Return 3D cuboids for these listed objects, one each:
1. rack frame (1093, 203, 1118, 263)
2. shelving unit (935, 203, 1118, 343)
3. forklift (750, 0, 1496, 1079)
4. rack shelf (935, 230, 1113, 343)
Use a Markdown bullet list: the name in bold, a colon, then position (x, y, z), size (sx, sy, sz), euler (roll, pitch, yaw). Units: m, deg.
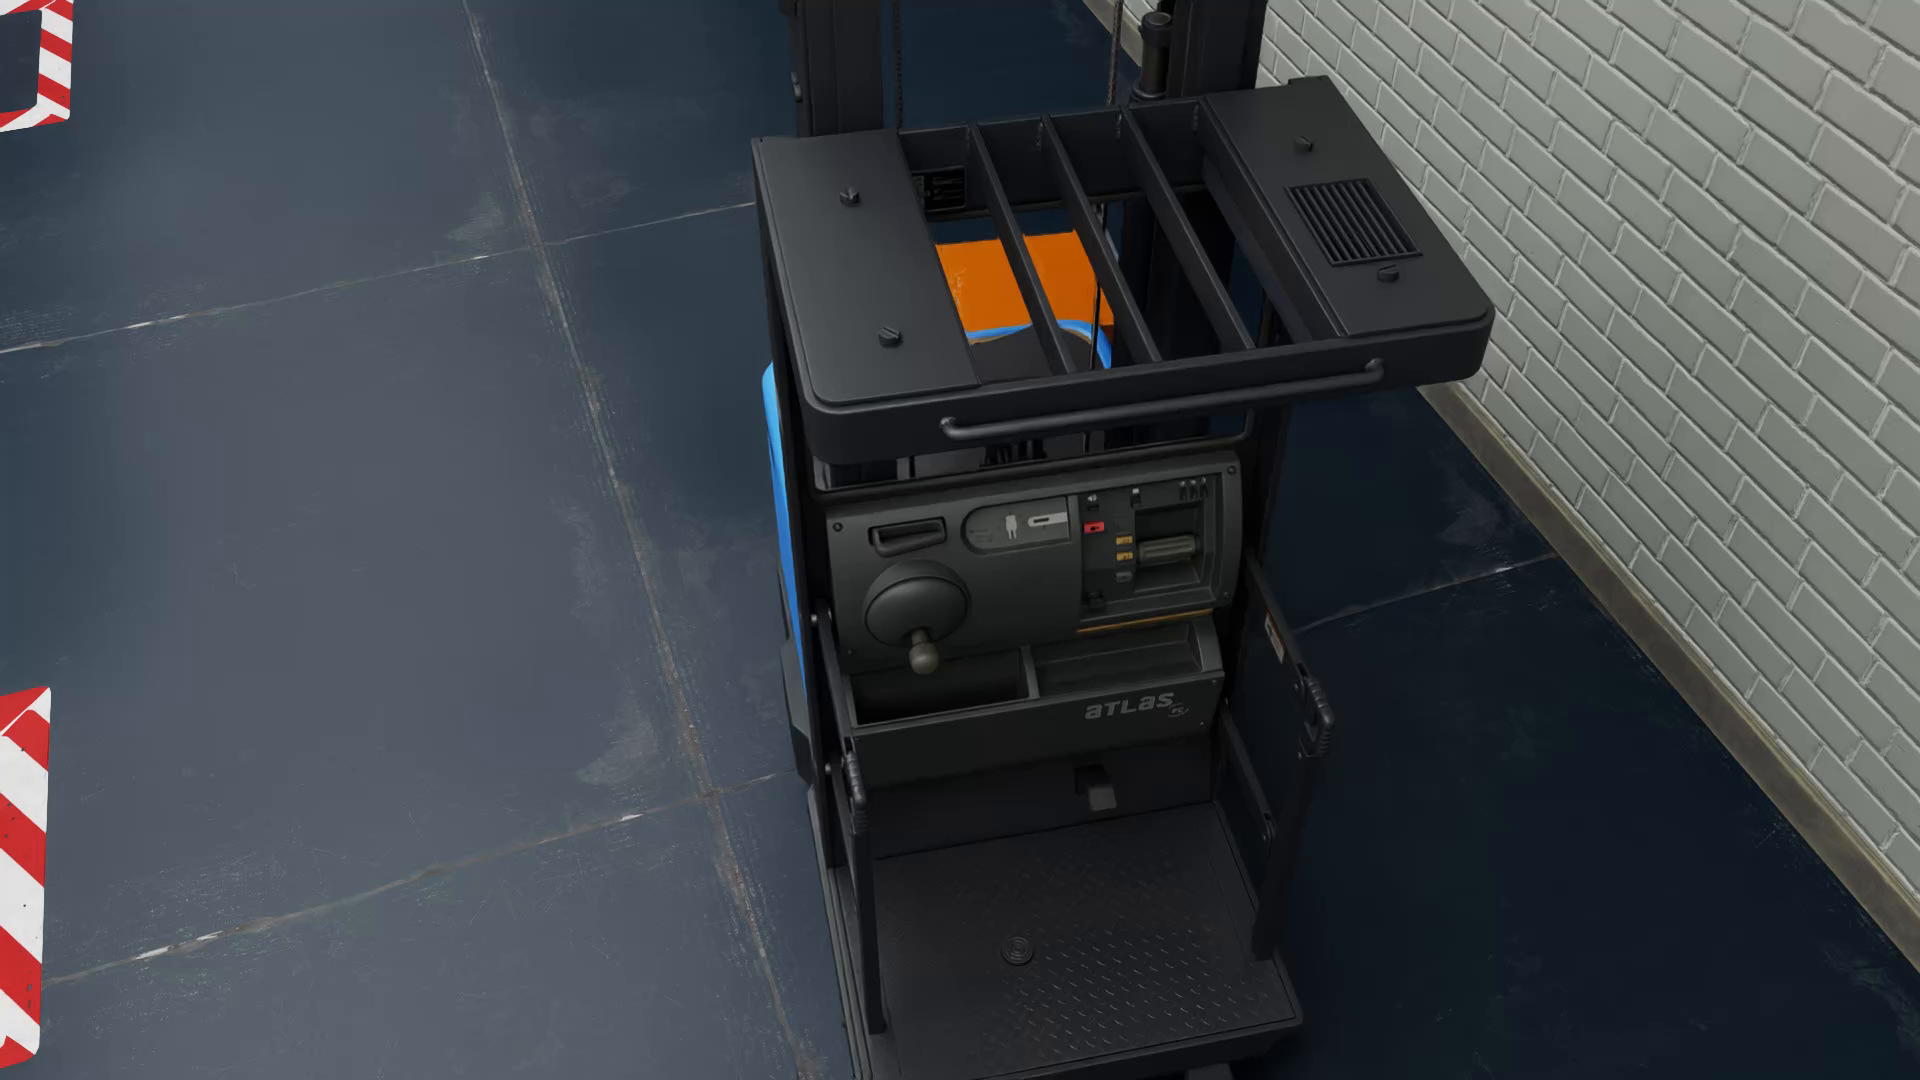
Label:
- **rack frame**: position (0.481, -0.546, 5.500), size (0.032, 1.125, 0.500), euler (-7, 45, -7)
- **shelving unit**: position (-0.020, -0.486, 5.440), size (1.048, 1.125, 0.538), euler (-7, 45, -7)
- **forklift**: position (0.220, 0.147, 3.534), size (1.130, 2.935, 3.031), euler (-8, 46, -8)
- **rack shelf**: position (-0.020, -0.692, 5.233), size (1.000, 0.278, 0.538), euler (-7, 45, -7)
